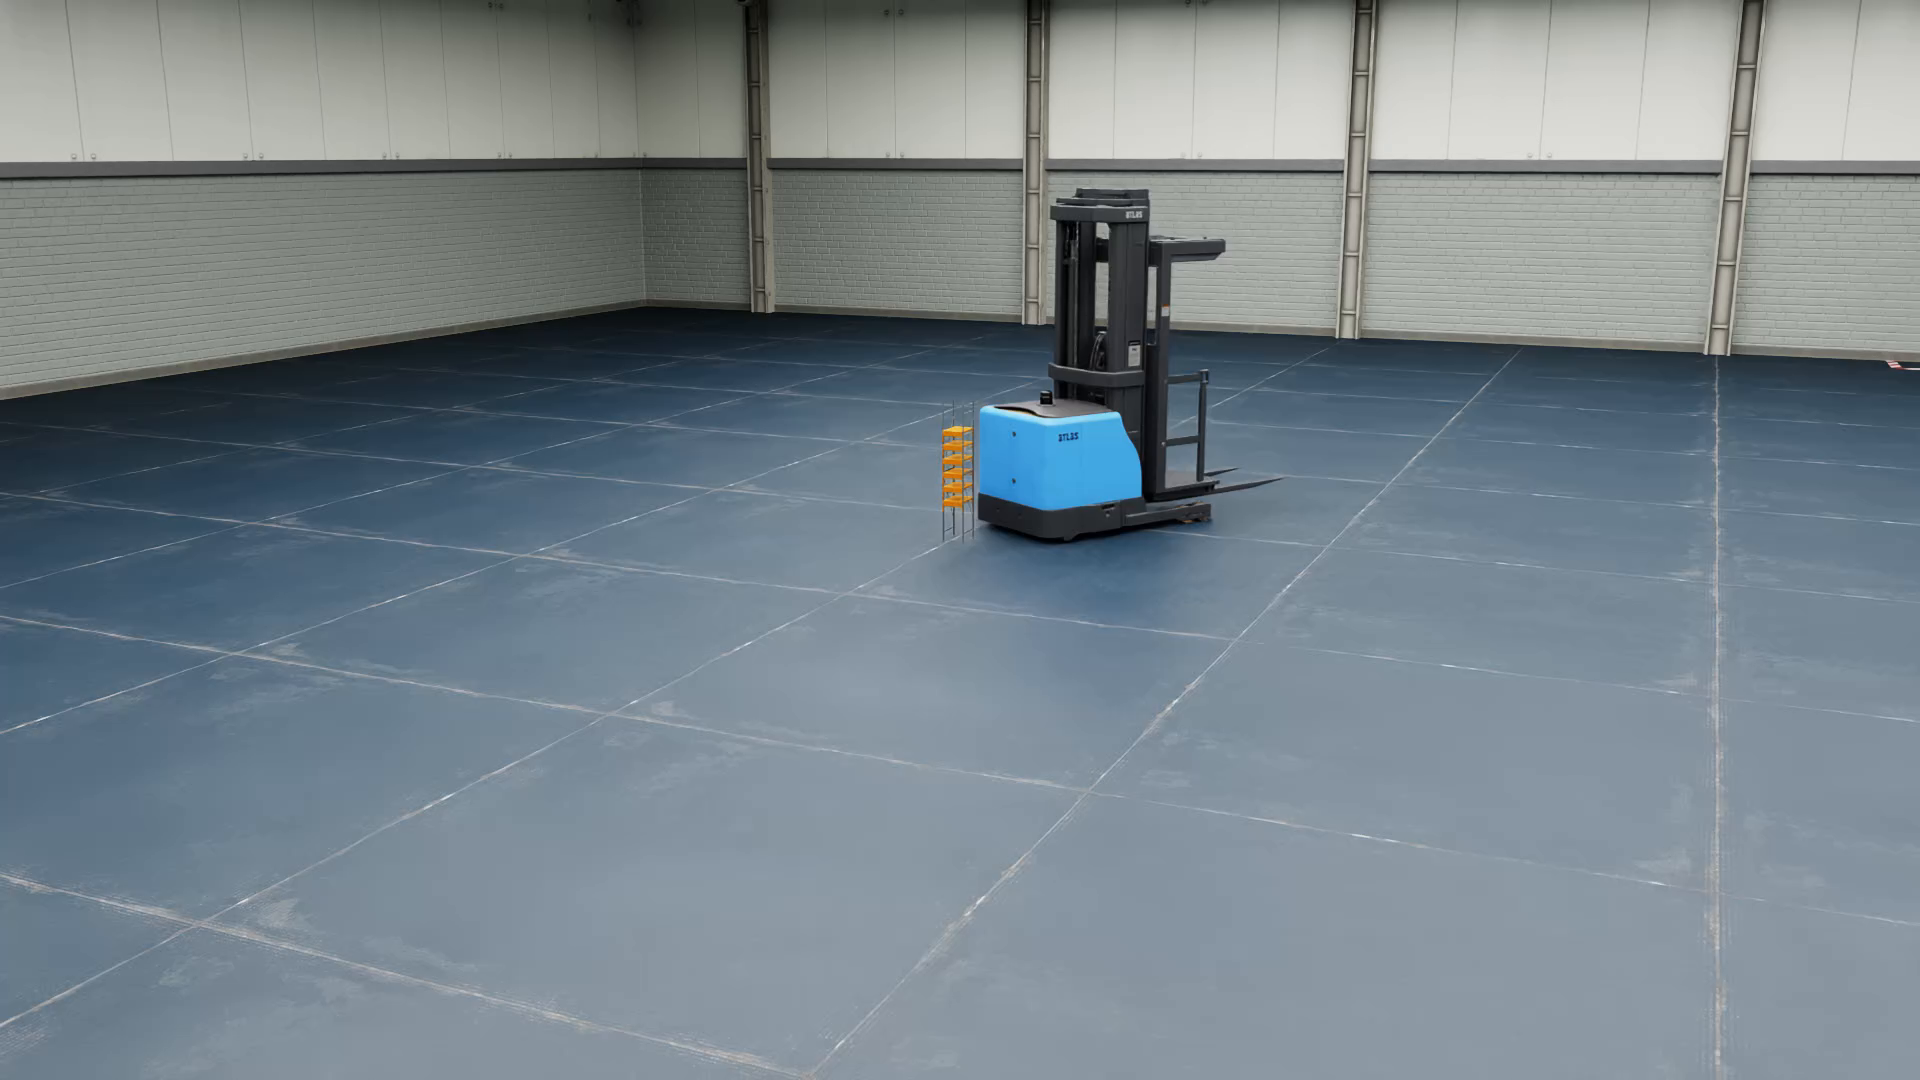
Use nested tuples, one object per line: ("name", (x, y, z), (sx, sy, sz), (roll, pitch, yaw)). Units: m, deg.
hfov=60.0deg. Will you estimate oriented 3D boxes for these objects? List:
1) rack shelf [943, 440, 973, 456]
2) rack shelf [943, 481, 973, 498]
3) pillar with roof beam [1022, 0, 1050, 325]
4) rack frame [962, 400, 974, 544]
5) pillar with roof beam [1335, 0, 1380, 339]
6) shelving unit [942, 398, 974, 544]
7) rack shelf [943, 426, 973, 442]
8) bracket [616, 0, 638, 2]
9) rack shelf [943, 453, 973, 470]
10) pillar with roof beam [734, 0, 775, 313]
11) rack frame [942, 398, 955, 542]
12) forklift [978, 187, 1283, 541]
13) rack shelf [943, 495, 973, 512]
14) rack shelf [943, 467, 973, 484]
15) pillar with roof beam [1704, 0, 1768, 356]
("rack shelf", (-0.013, -0.776, 14.079), (0.180, 0.103, 0.258), (6, 14, 23))
("rack shelf", (-0.013, -0.425, 14.161), (0.180, 0.103, 0.258), (6, 14, 23))
("pillar with roof beam", (-0.321, -7.637, 27.102), (0.400, 9.000, 9.100), (6, 14, 23))
("rack frame", (0.070, -0.577, 14.087), (0.006, 1.200, 0.240), (6, 14, 23))
("pillar with roof beam", (5.165, -7.082, 24.736), (0.400, 9.000, 9.100), (6, 14, 23))
("shelving unit", (-0.013, -0.585, 14.123), (0.189, 1.200, 0.258), (6, 14, 23))
("rack shelf", (-0.013, -0.893, 14.051), (0.180, 0.103, 0.258), (6, 14, 23))
("bracket", (-6.753, -11.027, 33.671), (0.430, 0.232, 0.235), (6, 14, 23))
("rack shelf", (-0.013, -0.659, 14.106), (0.180, 0.103, 0.258), (6, 14, 23))
("pillar with roof beam", (-5.806, -8.192, 29.468), (0.548, 9.000, 9.100), (6, 14, 23))
("rack frame", (-0.097, -0.594, 14.160), (0.006, 1.200, 0.240), (6, 14, 23))
("forklift", (1.651, -1.660, 14.913), (3.031, 2.935, 1.130), (-9, 16, -35))
("rack shelf", (-0.013, -0.309, 14.188), (0.180, 0.103, 0.258), (6, 14, 23))
("rack shelf", (-0.013, -0.542, 14.134), (0.180, 0.103, 0.258), (6, 14, 23))
("pillar with roof beam", (10.651, -6.526, 22.370), (0.400, 9.000, 9.100), (6, 14, 23))
